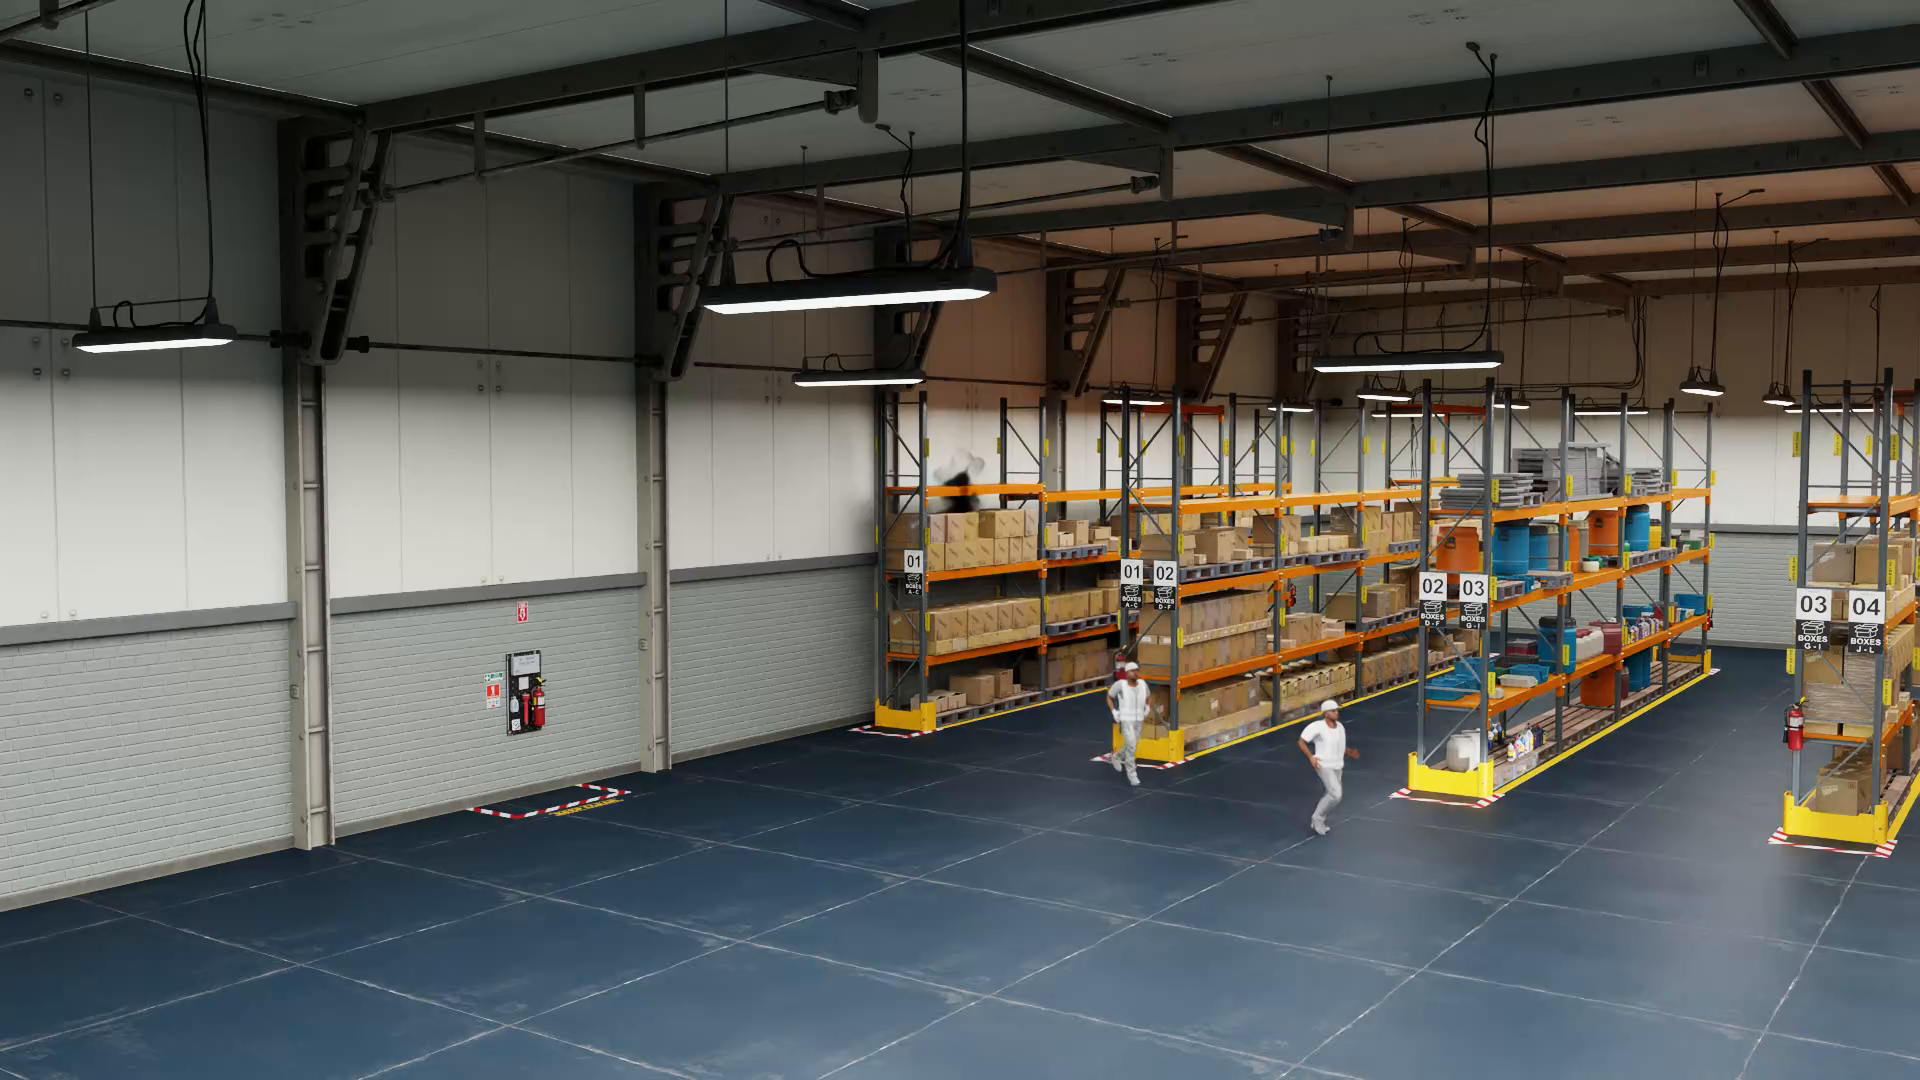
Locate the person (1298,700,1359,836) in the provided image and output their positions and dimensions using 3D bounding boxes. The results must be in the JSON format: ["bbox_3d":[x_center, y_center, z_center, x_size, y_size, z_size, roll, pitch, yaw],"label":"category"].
[{"bbox_3d":[4.781,2.936,21.440,0.675,1.746,0.660,-2,4,-36],"label":"person"}]

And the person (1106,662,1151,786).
[{"bbox_3d":[2.557,2.721,25.013,0.696,1.799,0.884,-2,4,-28],"label":"person"}]
